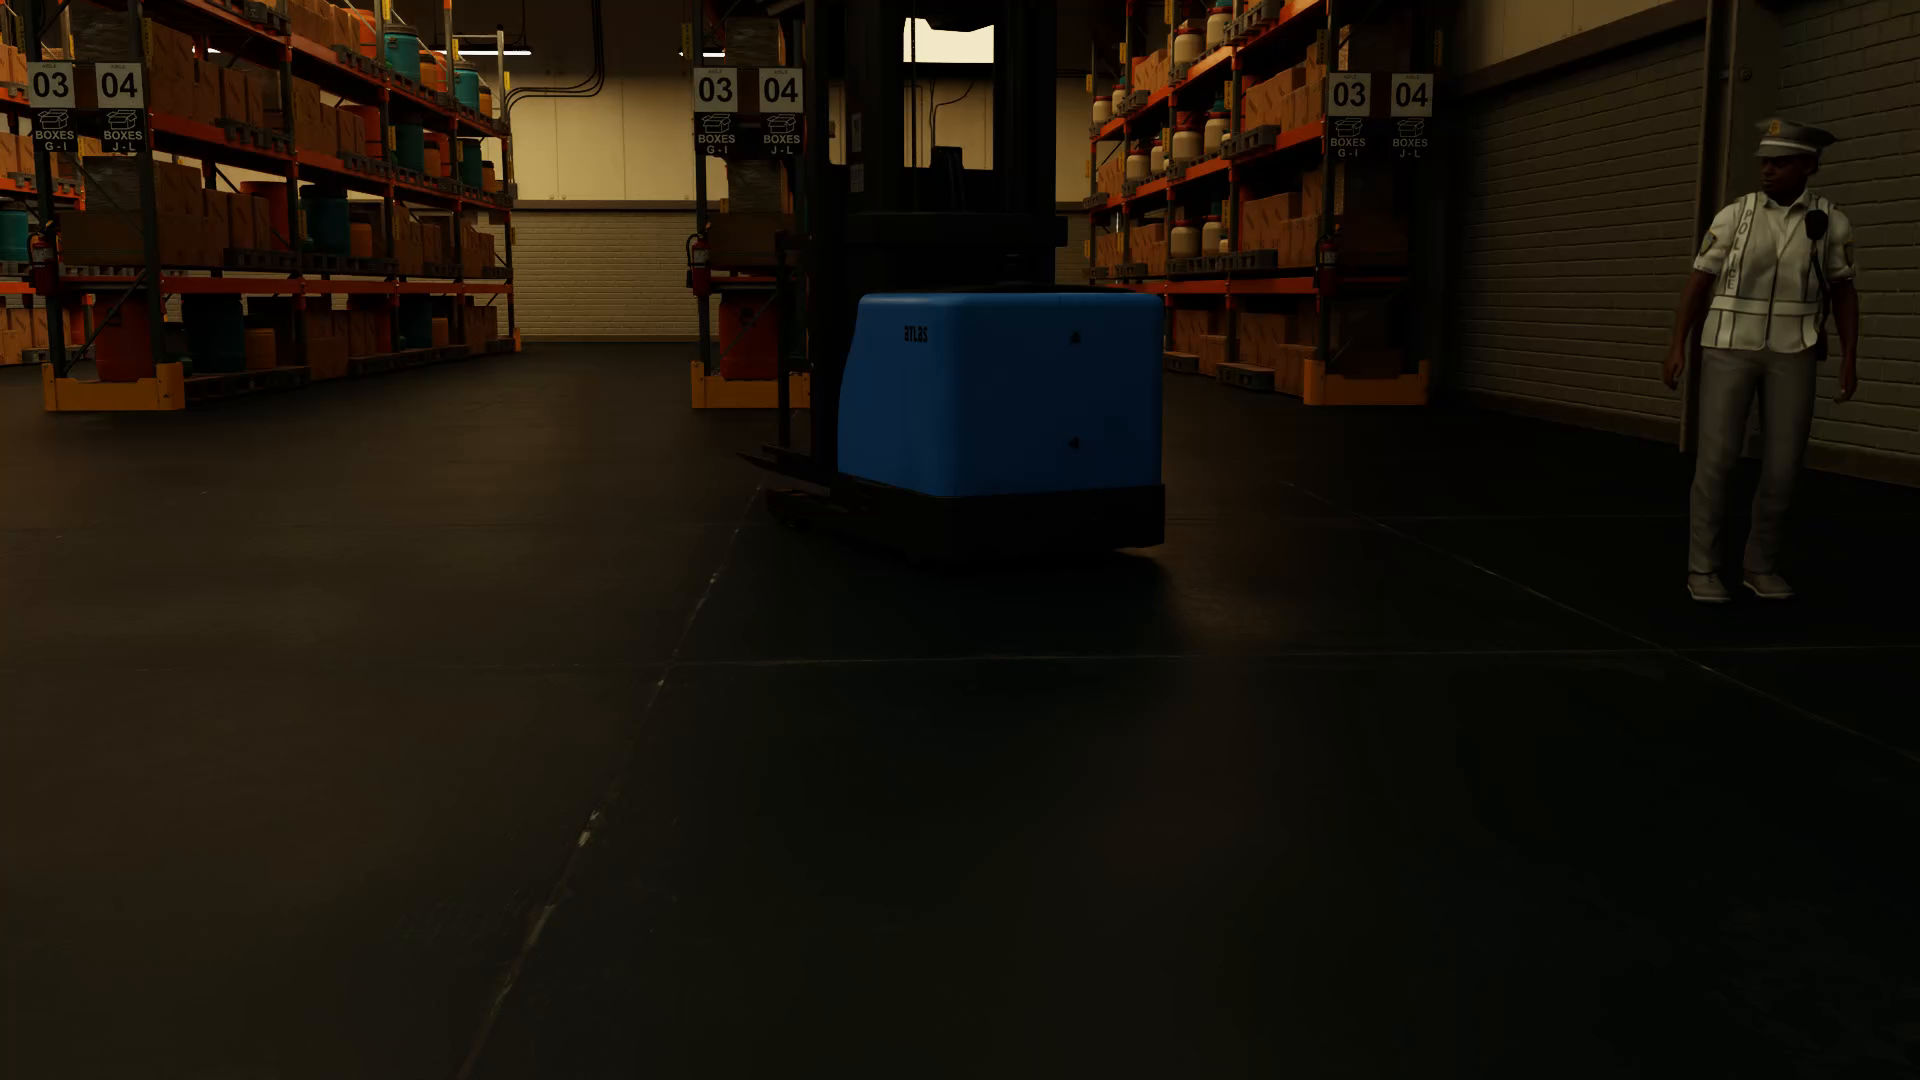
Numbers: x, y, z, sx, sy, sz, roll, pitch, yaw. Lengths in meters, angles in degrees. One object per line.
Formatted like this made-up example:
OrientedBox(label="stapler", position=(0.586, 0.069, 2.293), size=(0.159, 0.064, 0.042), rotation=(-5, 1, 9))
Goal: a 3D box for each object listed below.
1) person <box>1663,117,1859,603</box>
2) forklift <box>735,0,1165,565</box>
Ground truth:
OrientedBox(label="person", position=(2.801, -0.617, 5.810), size=(0.623, 1.665, 0.438), rotation=(2, 9, 16))
OrientedBox(label="forklift", position=(-0.264, -1.530, 7.637), size=(1.130, 2.935, 3.031), rotation=(-4, 9, -25))
